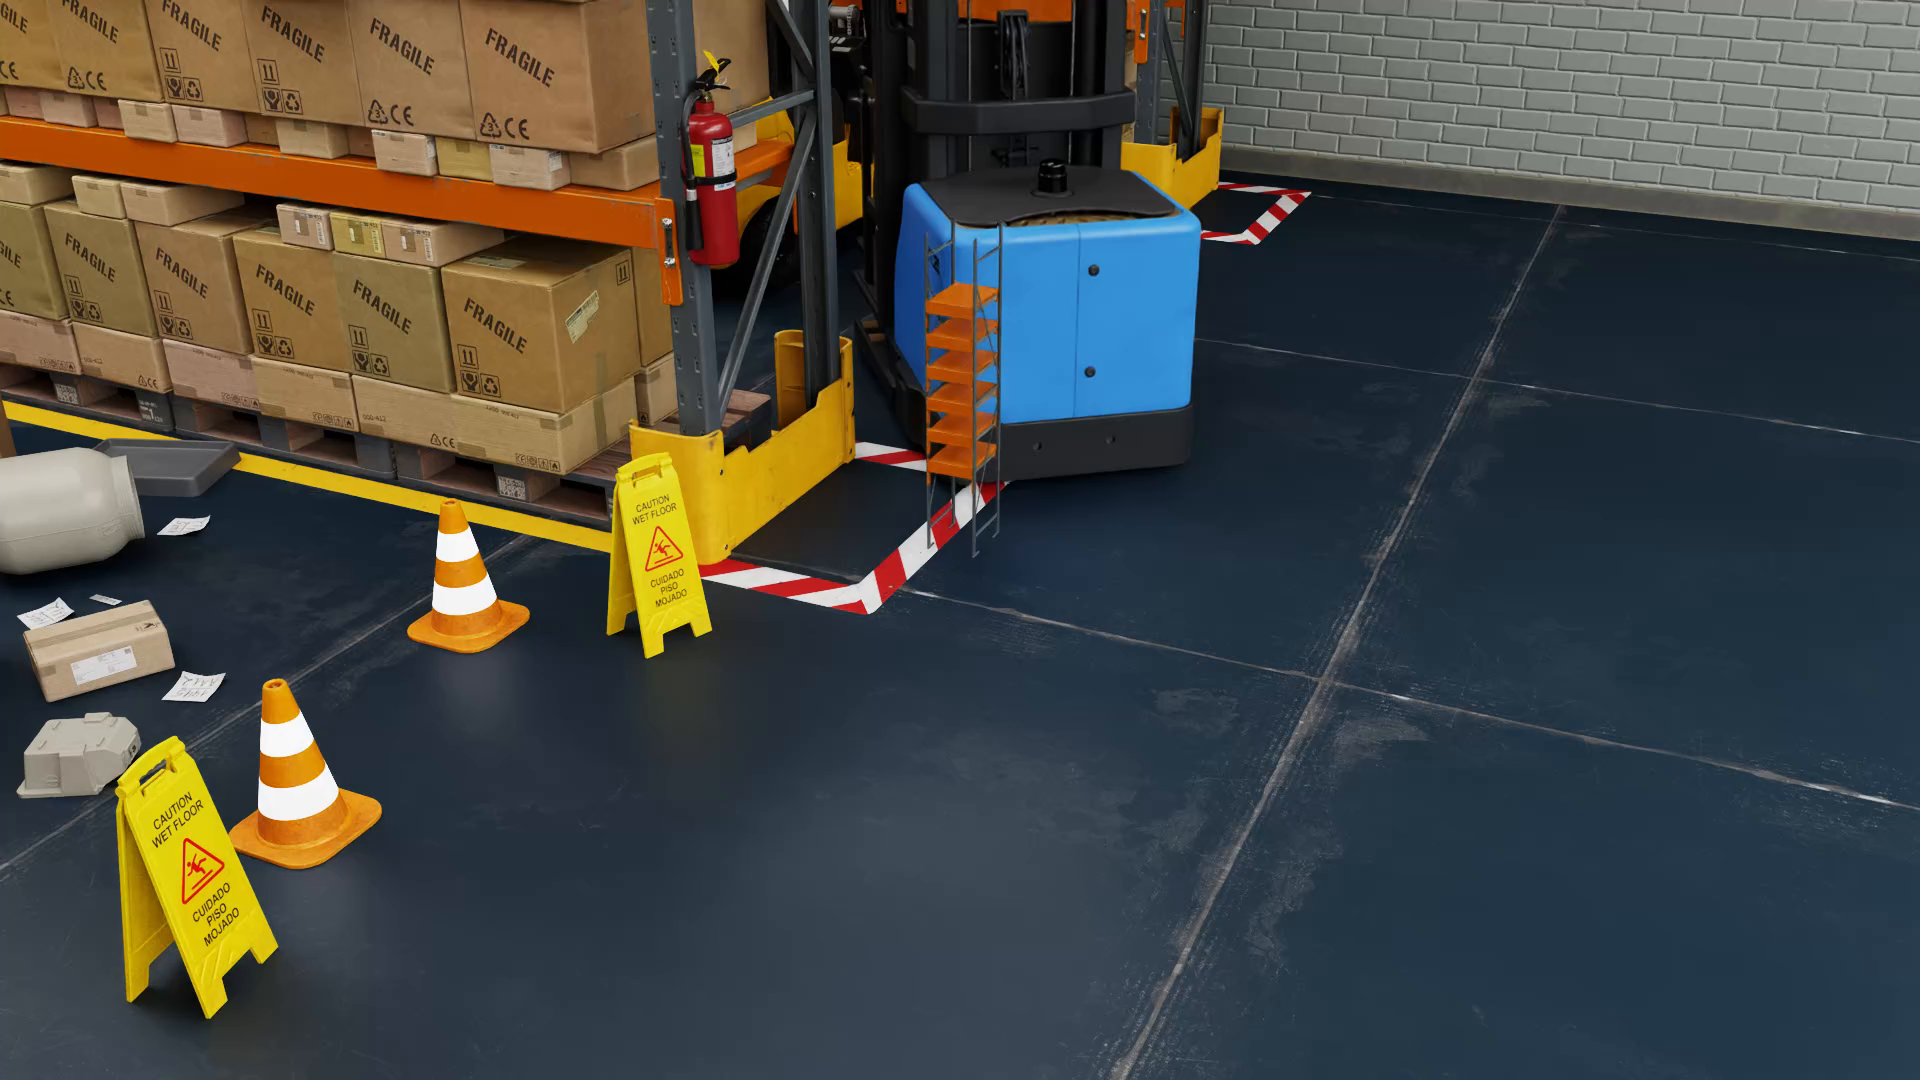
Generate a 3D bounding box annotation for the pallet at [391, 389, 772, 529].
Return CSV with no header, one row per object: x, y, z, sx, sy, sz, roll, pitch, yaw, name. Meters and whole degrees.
-1.539,-0.423,6.869,1.213,0.211,1.003,11,28,22,pallet

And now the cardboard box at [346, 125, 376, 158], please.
-2.097,-1.562,6.311,0.250,0.149,0.380,12,29,23,cardboard box

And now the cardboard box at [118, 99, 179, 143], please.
-3.072,-1.691,6.574,0.250,0.149,0.380,12,28,22,cardboard box

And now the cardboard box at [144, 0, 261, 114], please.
-2.715,-1.950,6.365,0.500,0.500,0.500,12,29,22,cardboard box

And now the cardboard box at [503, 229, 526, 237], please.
-1.865,-1.145,6.968,0.500,0.500,0.500,10,28,20,cardboard box

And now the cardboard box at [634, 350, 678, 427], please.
-1.365,-0.710,6.935,0.500,0.250,0.500,11,28,21,cardboard box

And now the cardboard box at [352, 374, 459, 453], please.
-2.061,-0.589,6.688,0.500,0.250,0.500,11,28,22,cardboard box

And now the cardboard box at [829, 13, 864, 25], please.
-0.885,-3.432,11.329,0.500,0.250,0.500,12,28,22,cardboard box

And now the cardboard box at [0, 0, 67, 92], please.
-3.635,-2.132,6.734,0.500,0.500,0.500,11,28,22,cardboard box

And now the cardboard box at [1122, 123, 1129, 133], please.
0.734,-2.636,10.279,0.500,0.250,0.500,11,28,21,cardboard box

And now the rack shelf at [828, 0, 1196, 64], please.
-0.514,-3.536,10.851,4.000,0.370,1.077,11,28,22,rack shelf

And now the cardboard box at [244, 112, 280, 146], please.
-2.558,-1.654,6.498,0.250,0.149,0.380,11,28,22,cardboard box

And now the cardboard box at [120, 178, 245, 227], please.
-3.157,-1.406,6.764,0.250,0.149,0.380,13,29,25,cardboard box

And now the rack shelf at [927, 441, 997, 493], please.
0.013,-0.280,6.105,0.180,0.103,0.258,11,28,22,rack shelf

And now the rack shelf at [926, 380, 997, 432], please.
0.013,-0.496,5.999,0.180,0.103,0.258,11,28,22,rack shelf

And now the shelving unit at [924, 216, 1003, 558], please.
0.013,-0.536,5.979,0.189,1.200,0.258,11,28,22,shelving unit

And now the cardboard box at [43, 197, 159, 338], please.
-3.469,-1.210,7.100,0.500,0.500,0.500,13,29,24,cardboard box

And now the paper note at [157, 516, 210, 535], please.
-2.954,-0.058,6.333,0.148,0.019,0.142,2,26,4,paper note

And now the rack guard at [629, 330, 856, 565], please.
-0.814,-0.389,6.475,0.348,0.500,1.175,11,28,22,rack guard

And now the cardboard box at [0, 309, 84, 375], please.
-3.961,-0.967,7.455,0.500,0.250,0.500,10,28,19,cardboard box

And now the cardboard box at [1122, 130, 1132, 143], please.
0.748,-2.407,10.381,0.500,0.250,0.500,12,28,22,cardboard box

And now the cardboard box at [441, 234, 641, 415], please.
-1.582,-0.830,6.328,0.500,0.500,0.500,12,28,22,cardboard box

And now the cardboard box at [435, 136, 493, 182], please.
-1.675,-1.424,6.030,0.250,0.149,0.380,11,28,21,cardboard box

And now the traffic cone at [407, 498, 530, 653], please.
-1.671,0.081,5.561,0.334,0.463,0.336,11,28,22,traffic cone

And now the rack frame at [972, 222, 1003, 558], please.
0.097,-0.519,5.946,0.006,1.200,0.240,11,28,22,rack frame

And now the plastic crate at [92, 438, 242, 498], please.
-3.297,-0.302,6.772,0.583,0.080,0.402,2,26,4,plastic crate

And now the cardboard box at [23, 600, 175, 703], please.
-2.774,0.355,5.361,0.380,0.149,0.250,-18,31,-31,cardboard box

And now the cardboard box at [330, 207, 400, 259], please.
-2.172,-1.208,6.362,0.250,0.149,0.380,12,29,23,cardboard box

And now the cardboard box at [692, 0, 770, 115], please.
-1.061,-1.873,6.209,0.500,0.500,0.500,11,28,21,cardboard box

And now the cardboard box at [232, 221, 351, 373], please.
-2.515,-1.019,6.712,0.500,0.500,0.500,11,28,21,cardboard box

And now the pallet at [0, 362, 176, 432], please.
-3.760,-0.869,7.775,1.213,0.211,1.003,11,28,22,pallet

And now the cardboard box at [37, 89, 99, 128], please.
-3.516,-1.808,6.811,0.250,0.149,0.380,12,29,23,cardboard box

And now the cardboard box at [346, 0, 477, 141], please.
-1.807,-1.757,5.973,0.500,0.500,0.500,11,28,22,cardboard box

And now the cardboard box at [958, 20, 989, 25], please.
0.040,-3.246,10.954,0.500,0.250,0.500,11,28,21,cardboard box

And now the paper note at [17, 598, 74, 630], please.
-3.141,0.252,5.716,0.142,0.019,0.148,23,35,39,paper note

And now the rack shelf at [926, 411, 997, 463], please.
0.013,-0.388,6.052,0.180,0.103,0.258,11,28,22,rack shelf

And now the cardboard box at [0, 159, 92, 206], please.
-3.872,-1.547,7.051,0.250,0.149,0.380,12,29,23,cardboard box

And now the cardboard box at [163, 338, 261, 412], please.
-2.986,-0.778,7.071,0.500,0.250,0.500,11,28,21,cardboard box

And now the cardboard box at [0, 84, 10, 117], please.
-3.981,-1.904,7.005,0.250,0.149,0.380,12,29,23,cardboard box

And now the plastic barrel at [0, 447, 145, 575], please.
-3.252,-0.110,5.994,0.512,0.421,0.421,-12,29,-23,plastic barrel

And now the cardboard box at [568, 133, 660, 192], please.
-1.174,-1.367,5.914,0.250,0.149,0.380,12,29,24,cardboard box

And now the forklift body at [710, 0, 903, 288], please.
-1.175,-2.726,9.352,1.214,2.155,2.313,11,28,22,forklift body

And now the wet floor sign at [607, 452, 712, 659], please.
-1.015,0.024,5.470,0.232,0.644,0.267,23,35,39,wet floor sign

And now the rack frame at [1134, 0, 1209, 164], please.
1.306,-3.493,9.950,0.127,3.000,1.000,11,28,22,rack frame

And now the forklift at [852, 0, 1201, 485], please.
0.108,-2.160,7.320,1.130,2.935,3.031,-6,27,-12,forklift
